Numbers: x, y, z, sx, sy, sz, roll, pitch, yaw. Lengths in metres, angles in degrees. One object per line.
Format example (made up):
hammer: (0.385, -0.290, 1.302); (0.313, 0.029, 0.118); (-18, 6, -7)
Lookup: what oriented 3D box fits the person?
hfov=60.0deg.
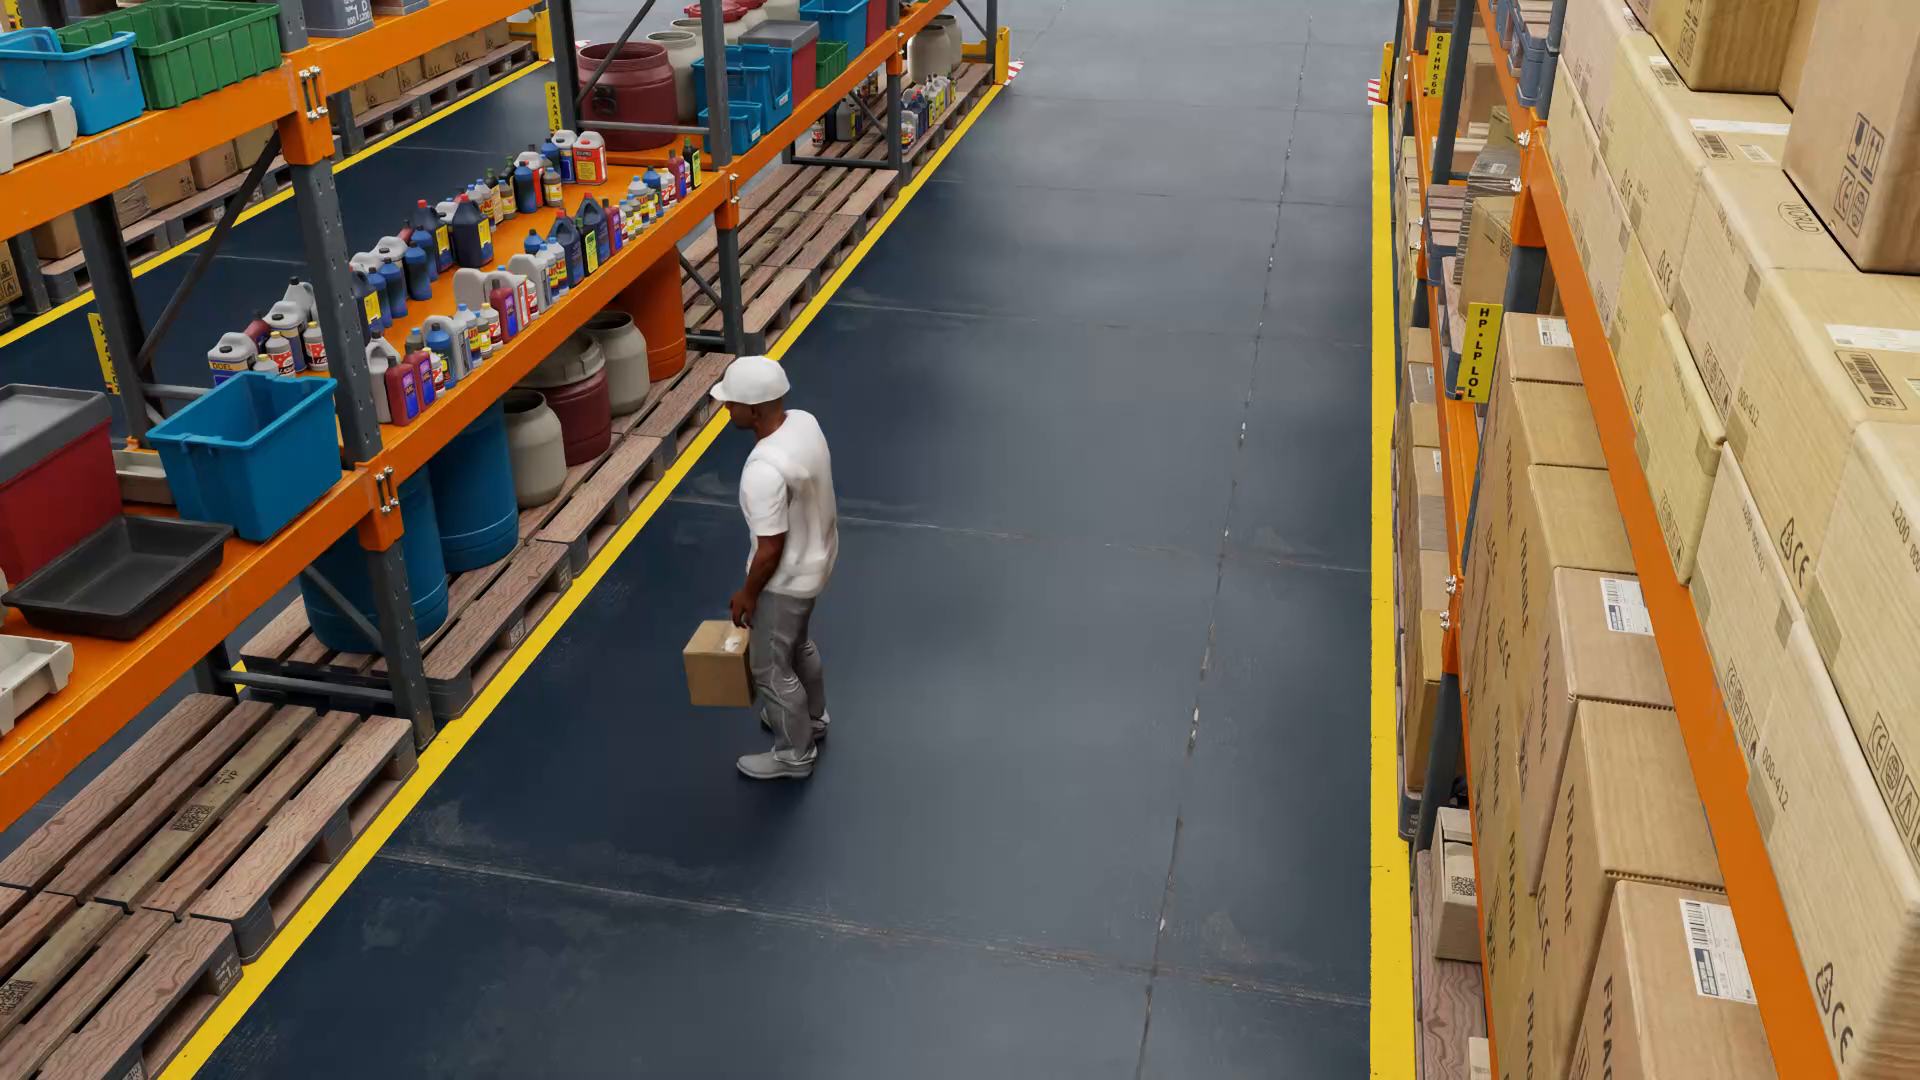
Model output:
person: (-0.689, 0.112, 6.397); (0.435, 1.764, 0.594); (5, 29, 9)
